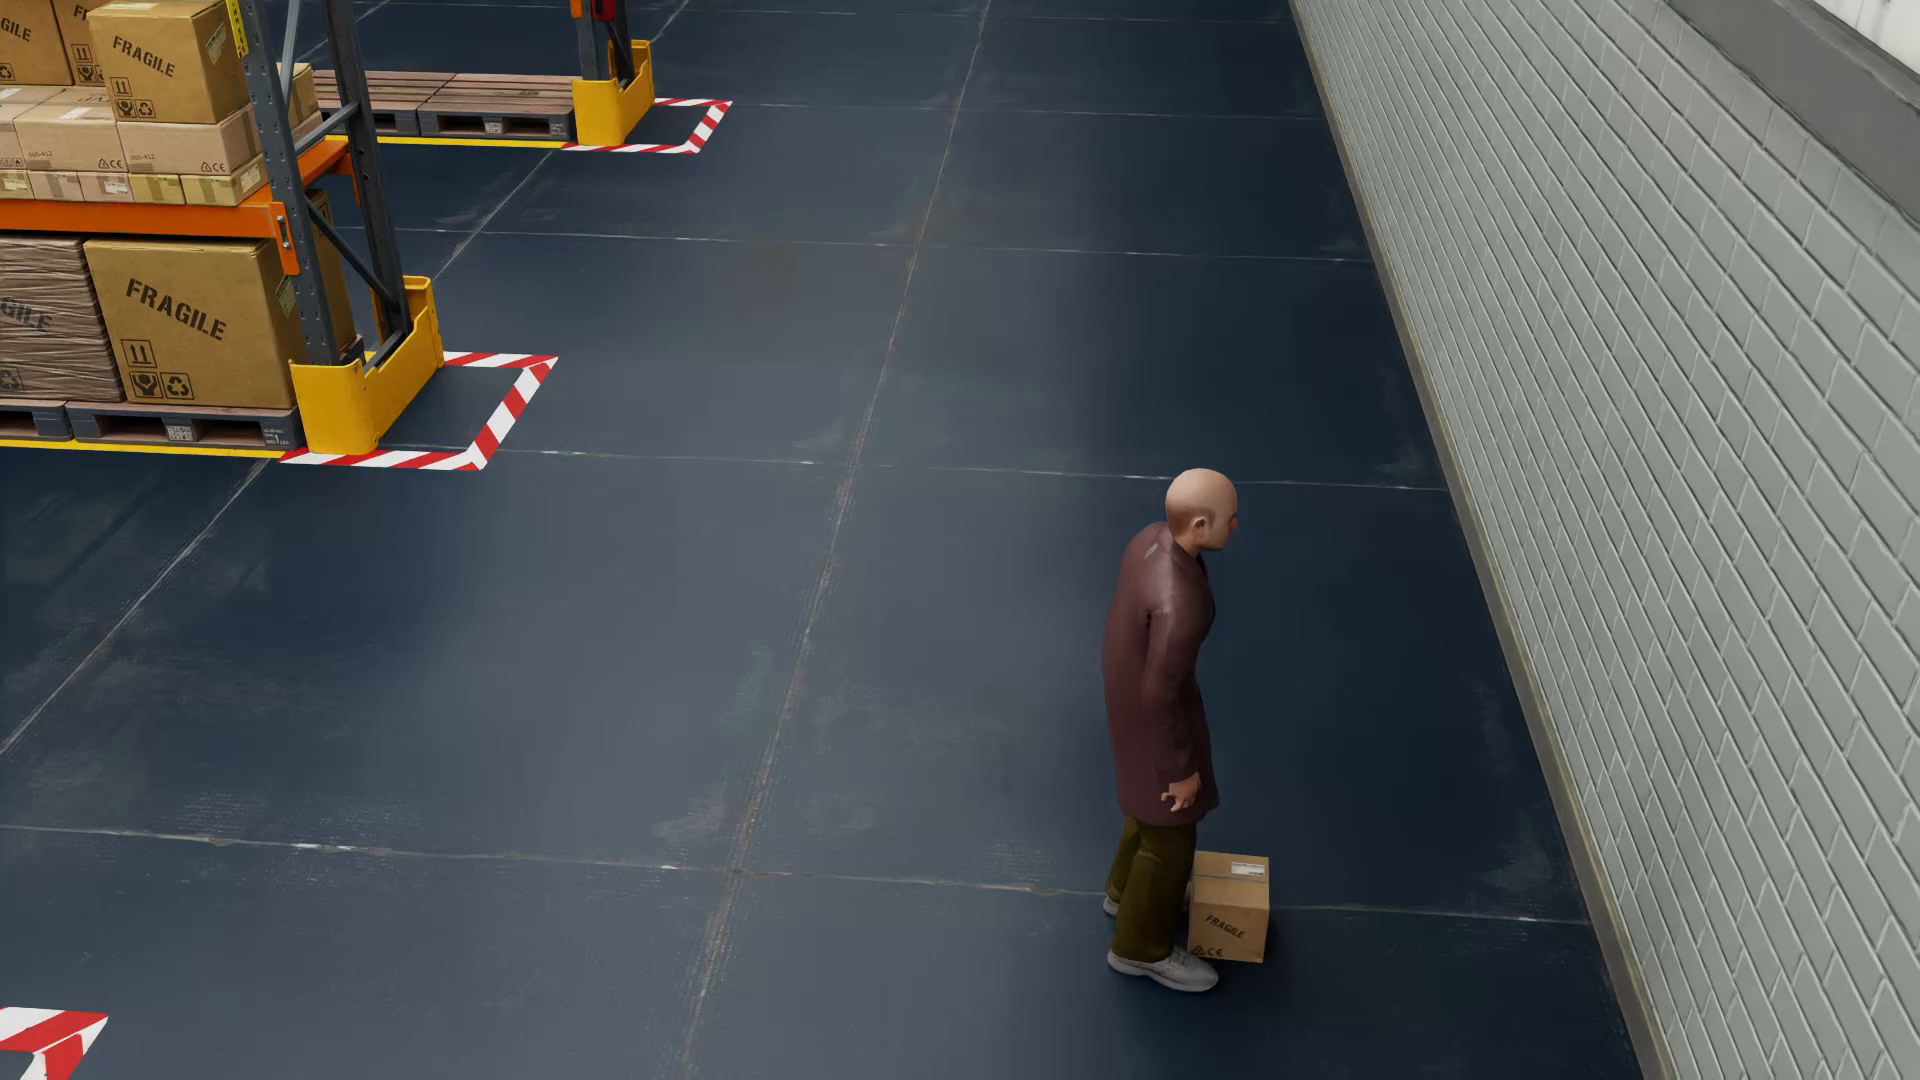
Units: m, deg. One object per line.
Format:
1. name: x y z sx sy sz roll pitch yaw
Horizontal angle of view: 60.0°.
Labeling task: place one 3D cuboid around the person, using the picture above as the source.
1. person: 0.651 0.572 5.219 0.429 1.772 0.644 1 32 1
